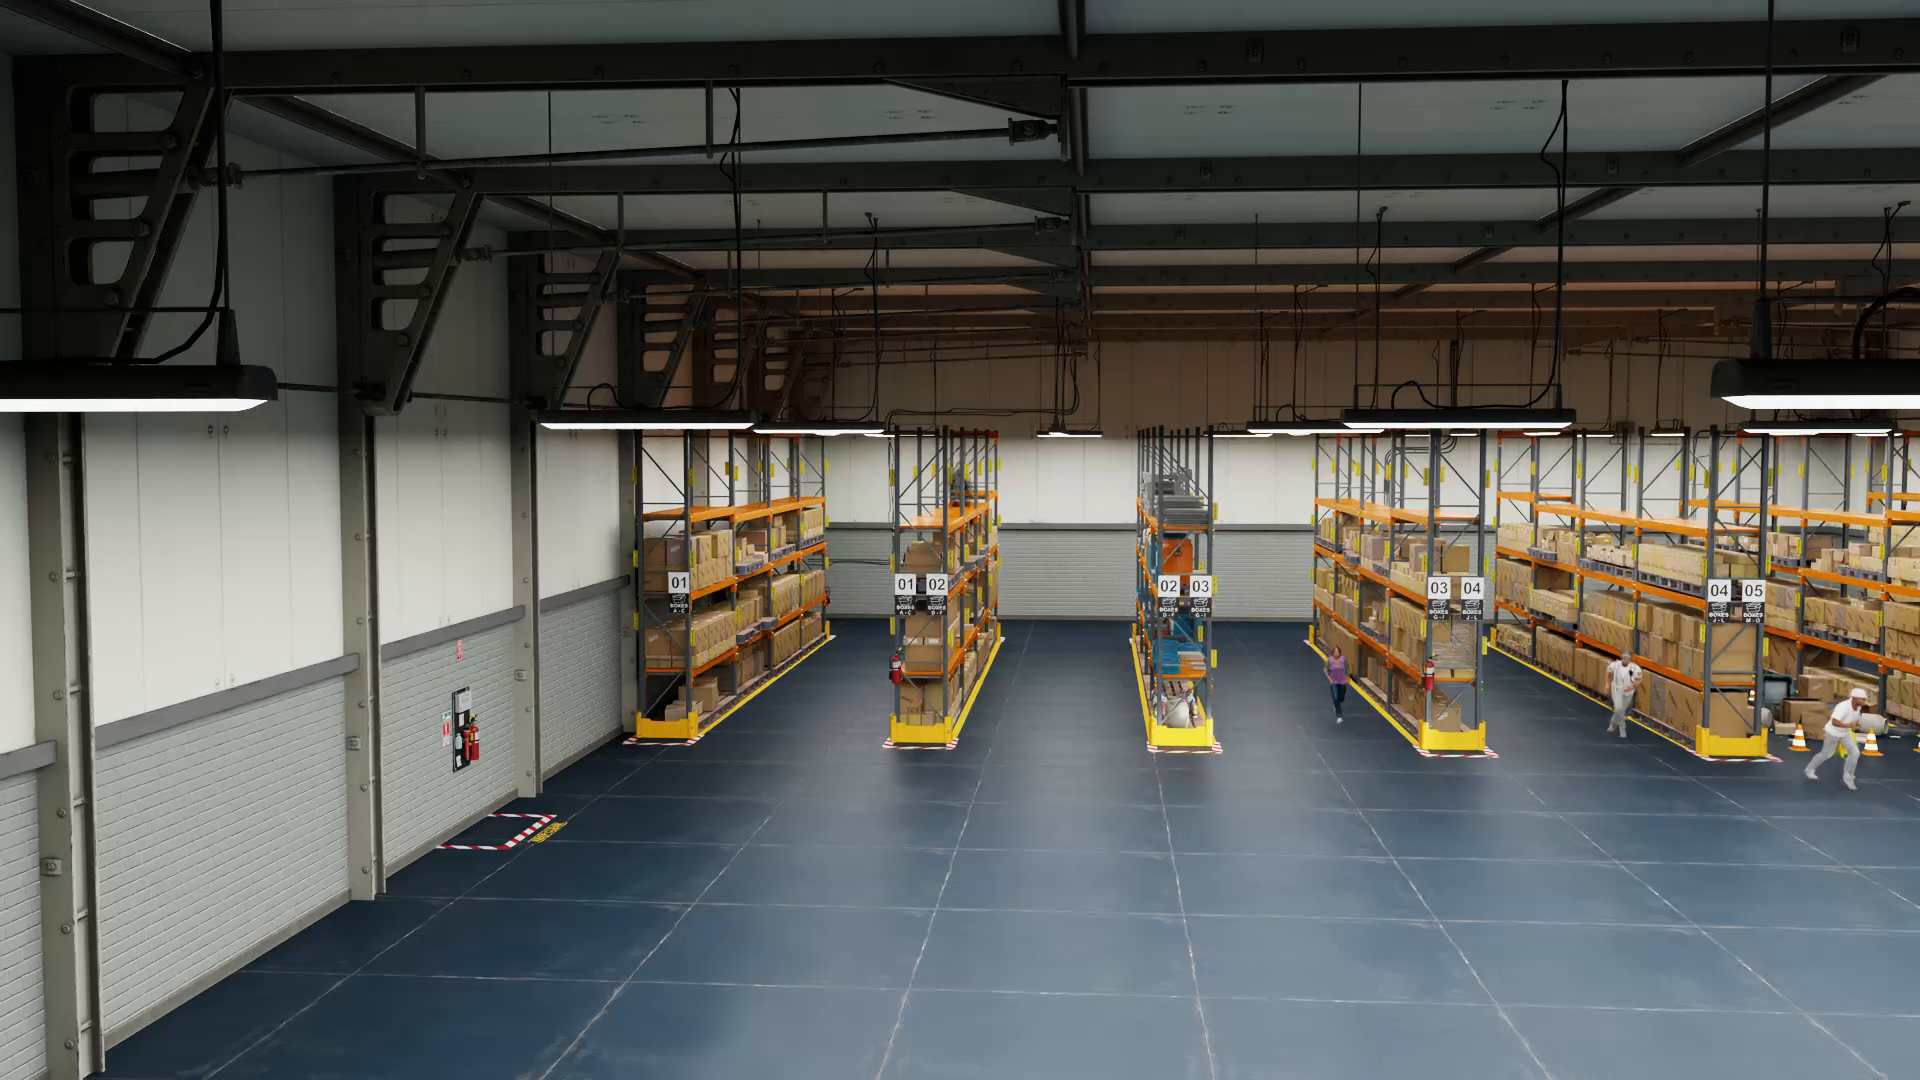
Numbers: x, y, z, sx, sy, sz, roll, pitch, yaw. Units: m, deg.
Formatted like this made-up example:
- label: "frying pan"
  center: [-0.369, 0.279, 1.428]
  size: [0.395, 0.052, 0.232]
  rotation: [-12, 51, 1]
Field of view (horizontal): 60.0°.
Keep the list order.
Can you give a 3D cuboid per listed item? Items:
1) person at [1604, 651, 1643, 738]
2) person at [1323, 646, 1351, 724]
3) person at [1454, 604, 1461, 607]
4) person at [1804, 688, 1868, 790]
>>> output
- label: "person"
  center: [12.869, 2.963, 32.315]
  size: [0.680, 1.720, 0.848]
  rotation: [1, 4, 14]
- label: "person"
  center: [7.684, 2.928, 33.910]
  size: [0.551, 1.577, 0.786]
  rotation: [0, 3, 7]
- label: "person"
  center: [13.921, 2.067, 47.111]
  size: [0.612, 1.666, 0.925]
  rotation: [0, 3, 8]
- label: "person"
  center: [14.510, 3.262, 27.515]
  size: [0.745, 1.716, 1.029]
  rotation: [-2, 4, -32]
